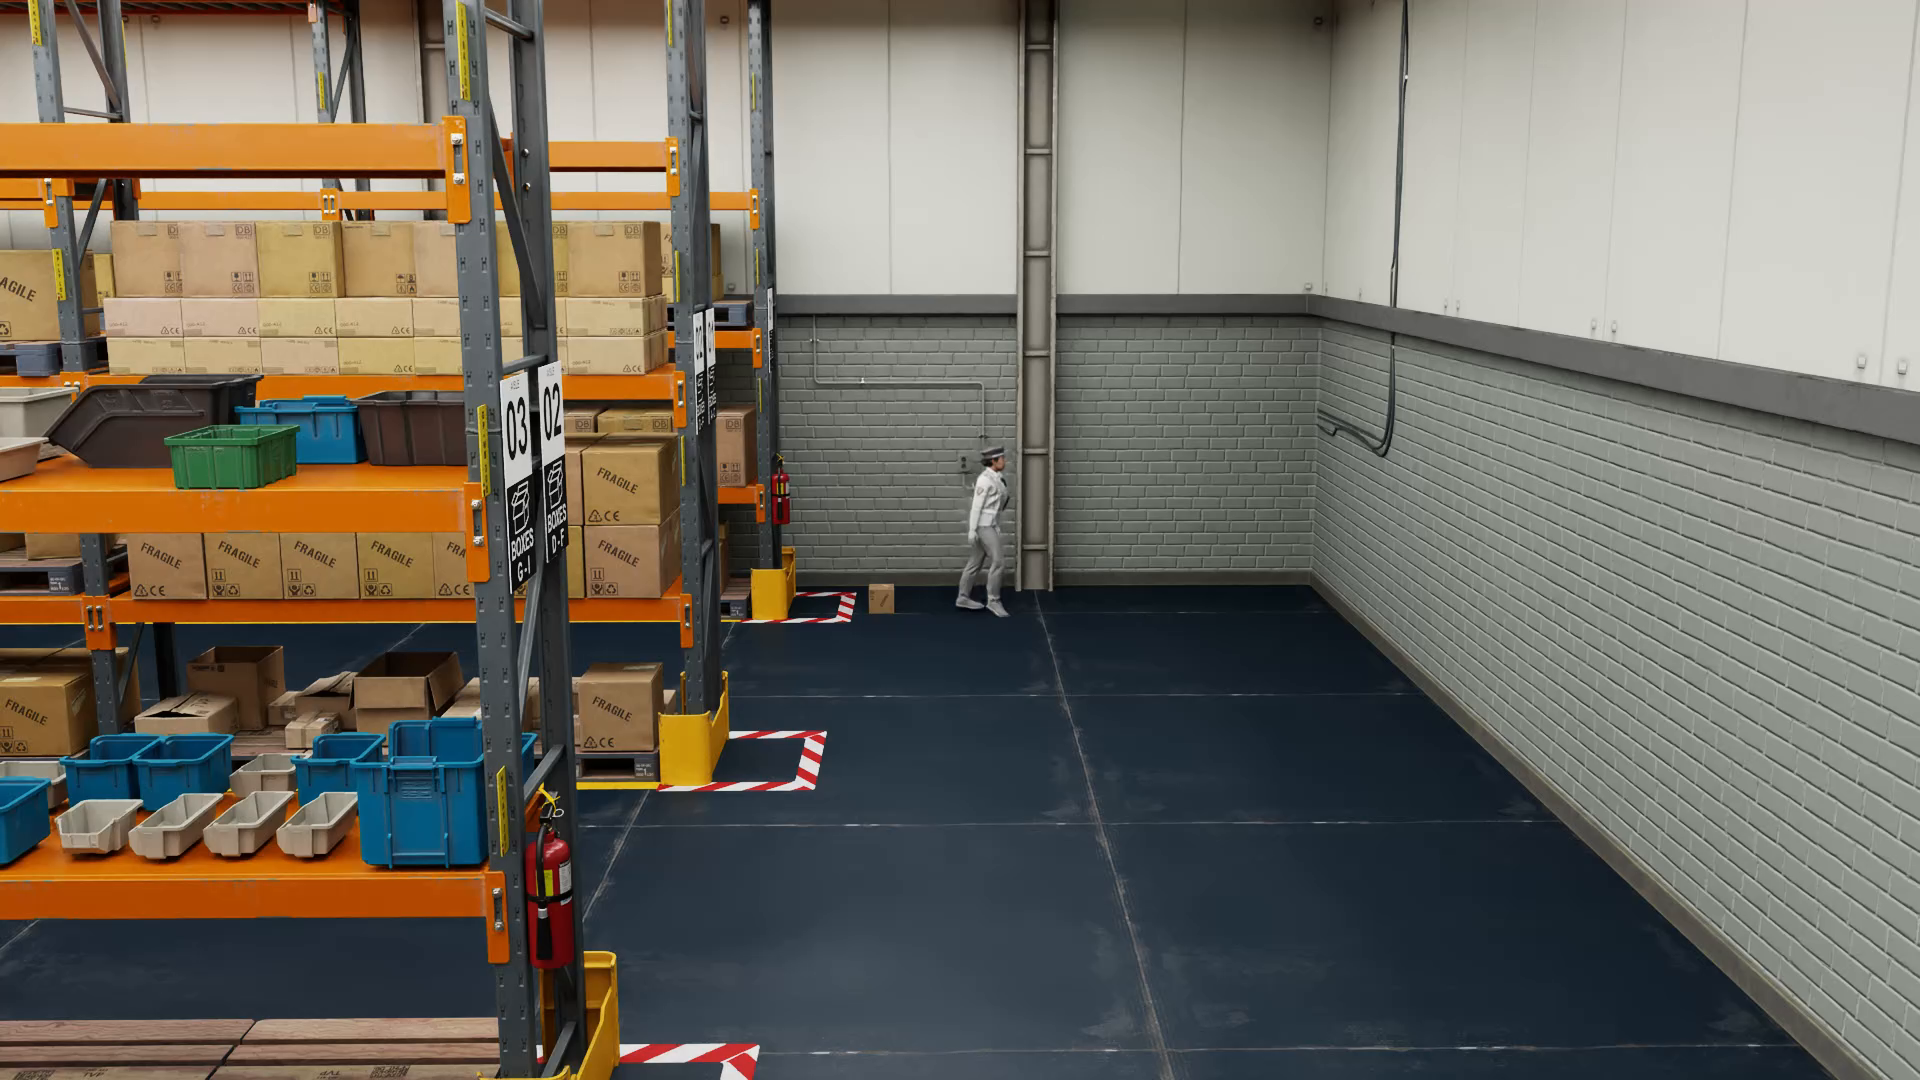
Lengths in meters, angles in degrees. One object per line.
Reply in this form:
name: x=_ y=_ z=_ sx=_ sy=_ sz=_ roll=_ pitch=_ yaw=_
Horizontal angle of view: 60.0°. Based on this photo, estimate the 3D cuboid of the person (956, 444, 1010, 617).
person: x=0.241 y=-0.098 z=16.477 sx=0.576 sy=1.715 sz=0.508 roll=2 pitch=11 yaw=8
